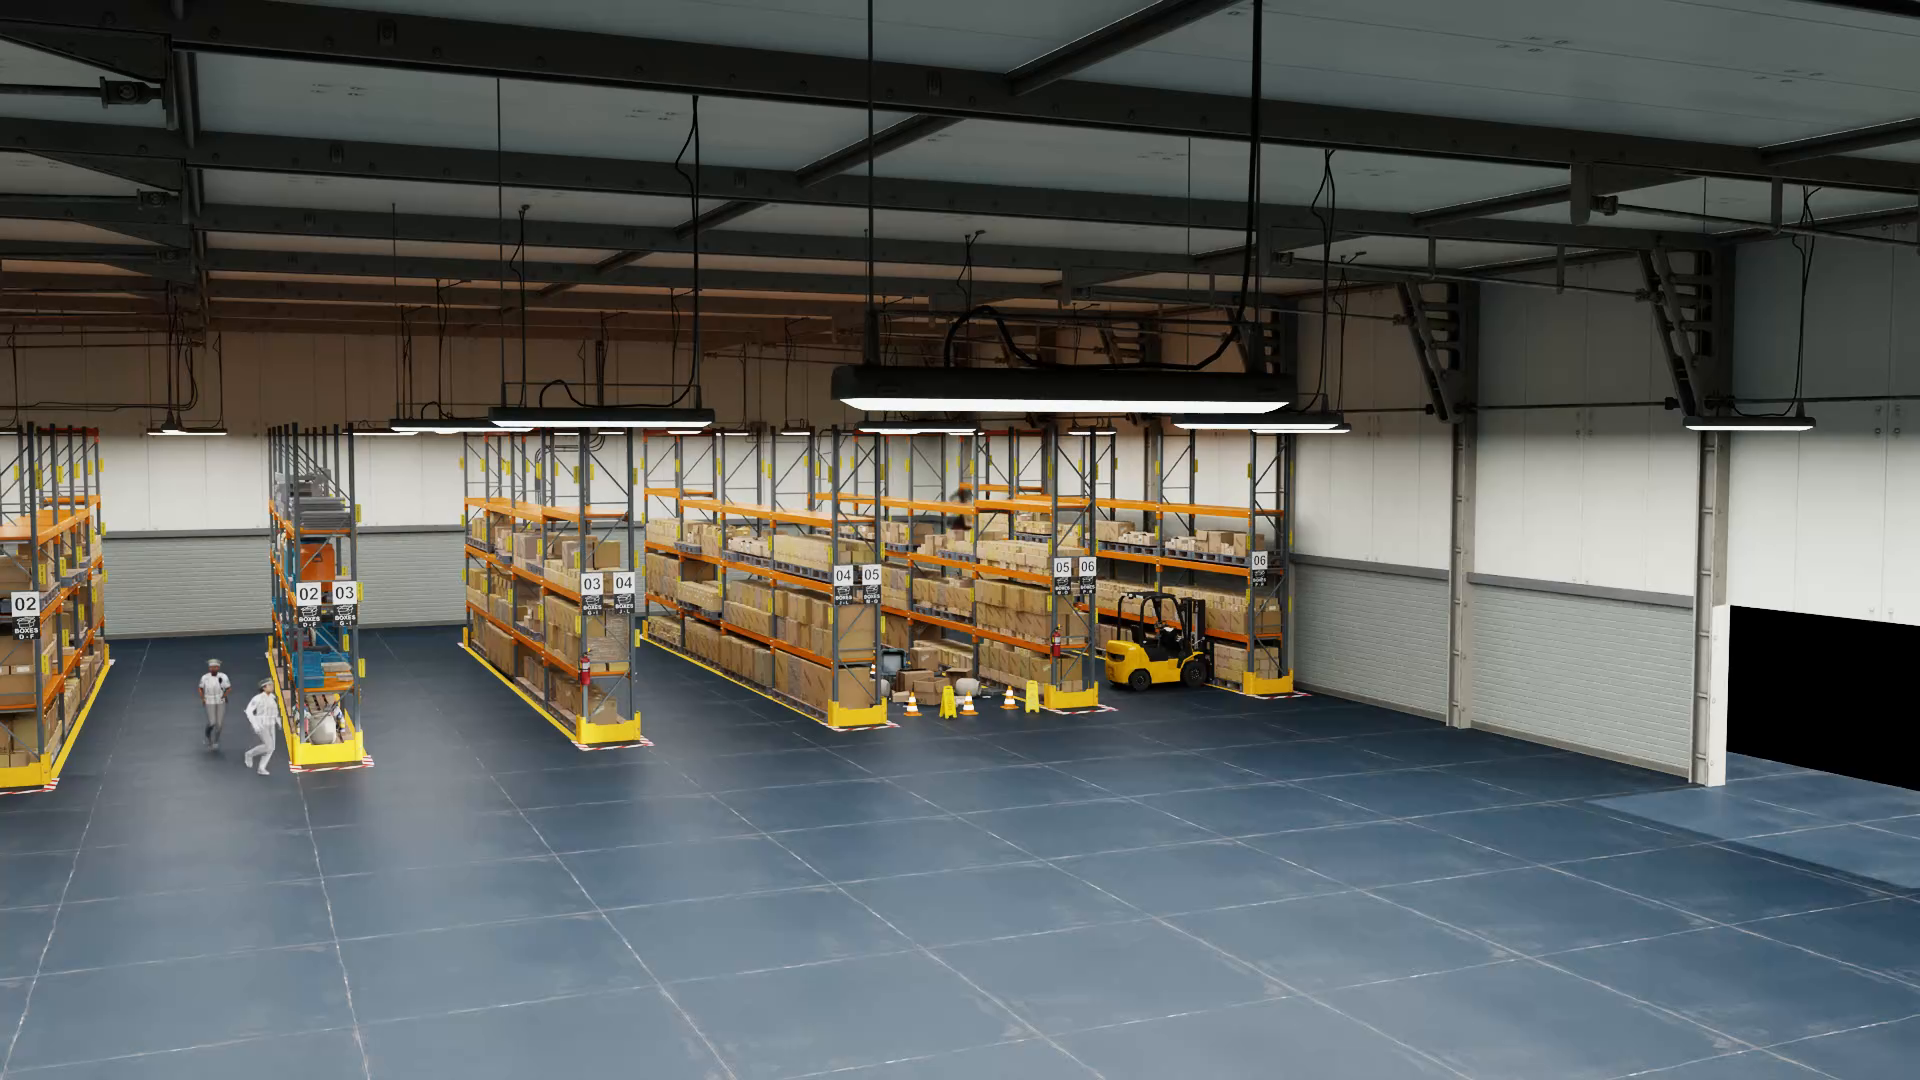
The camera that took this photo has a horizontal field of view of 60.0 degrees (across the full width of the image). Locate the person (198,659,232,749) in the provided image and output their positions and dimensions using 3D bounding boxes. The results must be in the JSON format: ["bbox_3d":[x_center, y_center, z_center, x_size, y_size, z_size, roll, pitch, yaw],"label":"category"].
[{"bbox_3d":[-13.699,3.017,30.607,0.561,1.668,0.564,-2,4,-27],"label":"person"}]

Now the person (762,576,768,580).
[{"bbox_3d":[-5.961,1.820,50.645,0.747,1.596,0.624,-1,4,-13],"label":"person"}]

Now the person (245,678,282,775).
[{"bbox_3d":[-11.894,3.169,28.493,0.516,1.620,0.650,1,4,21],"label":"person"}]
